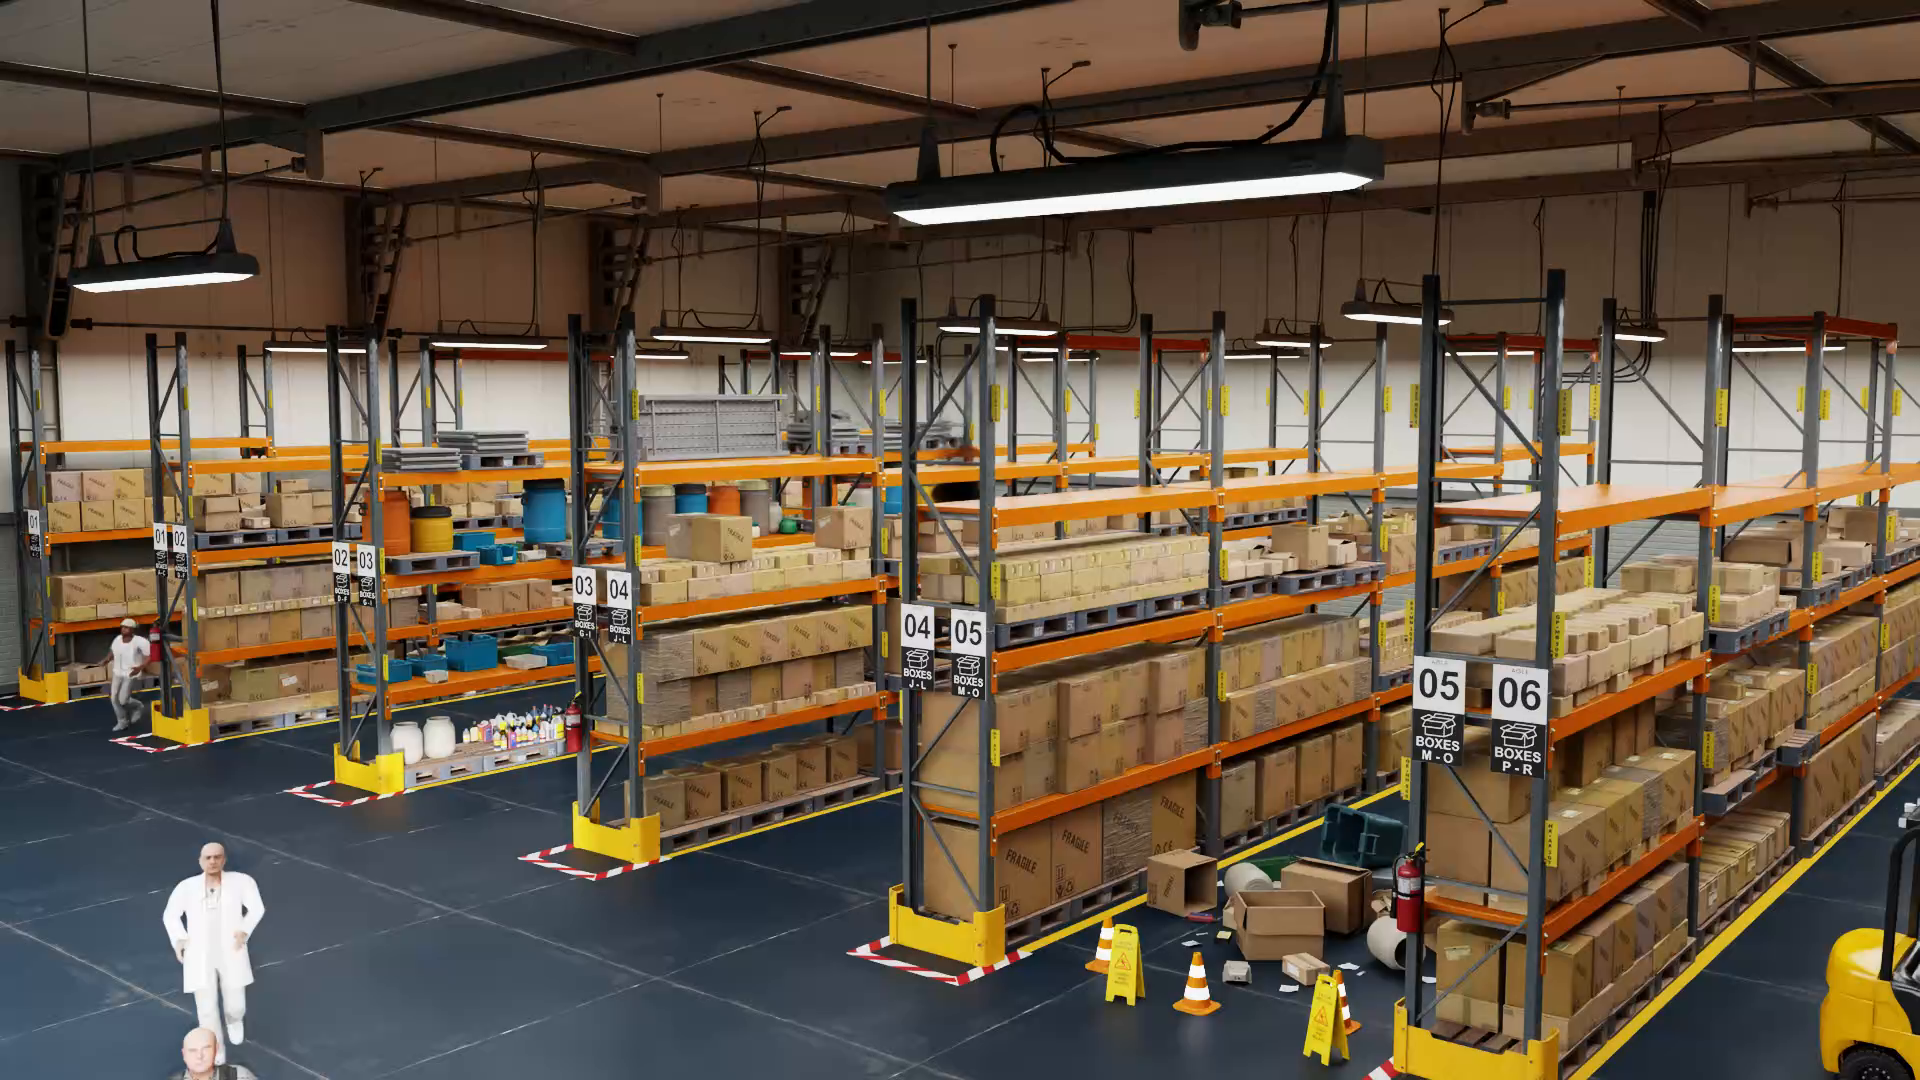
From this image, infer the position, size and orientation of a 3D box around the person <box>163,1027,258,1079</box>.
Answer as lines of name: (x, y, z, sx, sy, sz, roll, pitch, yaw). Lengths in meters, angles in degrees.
person: (-4.094, 3.493, 9.040, 0.661, 1.718, 0.935, -2, 6, -24)

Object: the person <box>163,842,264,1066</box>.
person: (-5.683, 3.160, 12.688, 0.712, 1.729, 0.753, -2, 6, -22)

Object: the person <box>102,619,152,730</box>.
person: (-12.678, 2.040, 25.368, 0.727, 1.709, 0.630, 1, 5, 14)
